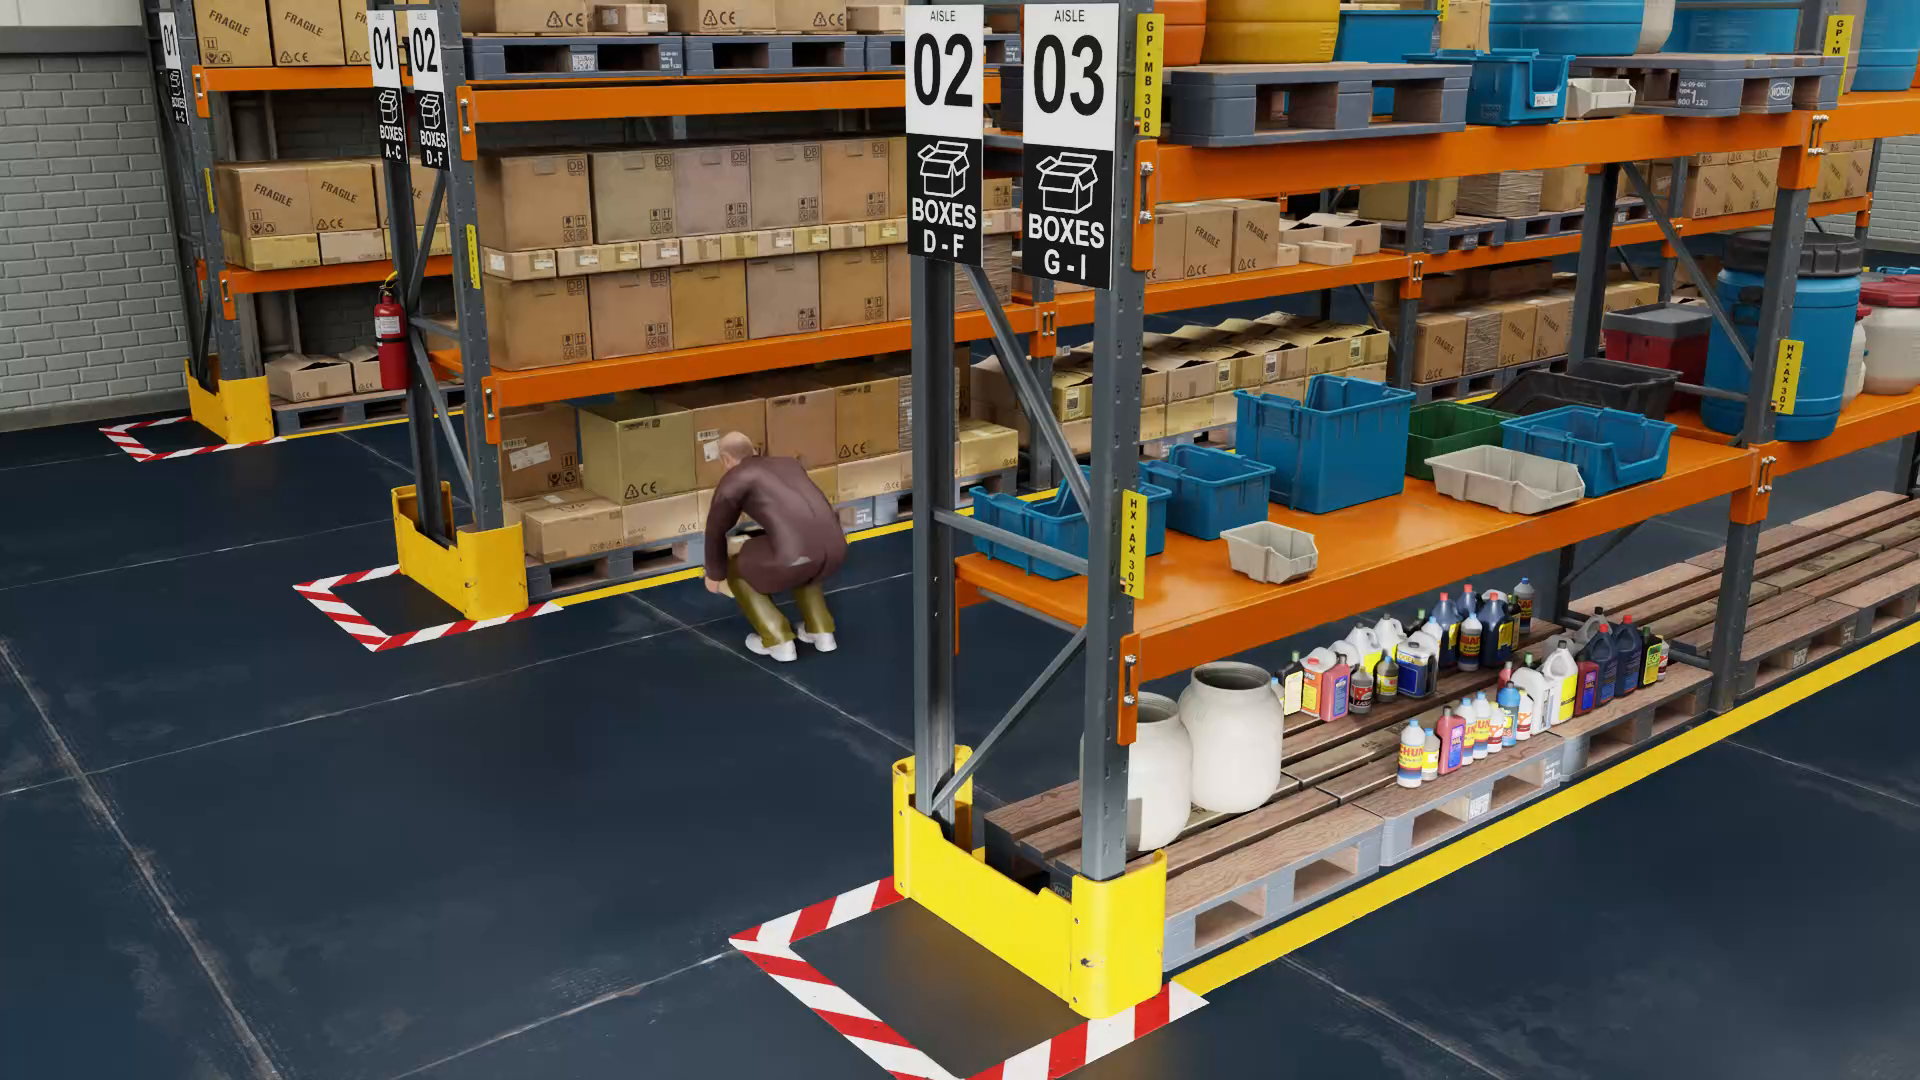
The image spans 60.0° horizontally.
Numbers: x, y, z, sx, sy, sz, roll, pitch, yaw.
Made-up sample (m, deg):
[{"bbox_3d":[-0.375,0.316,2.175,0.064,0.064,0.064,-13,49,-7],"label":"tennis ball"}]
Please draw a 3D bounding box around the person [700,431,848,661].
[{"bbox_3d":[-0.959,0.029,8.631,0.616,1.091,0.873,-13,22,-36],"label":"person"}]
